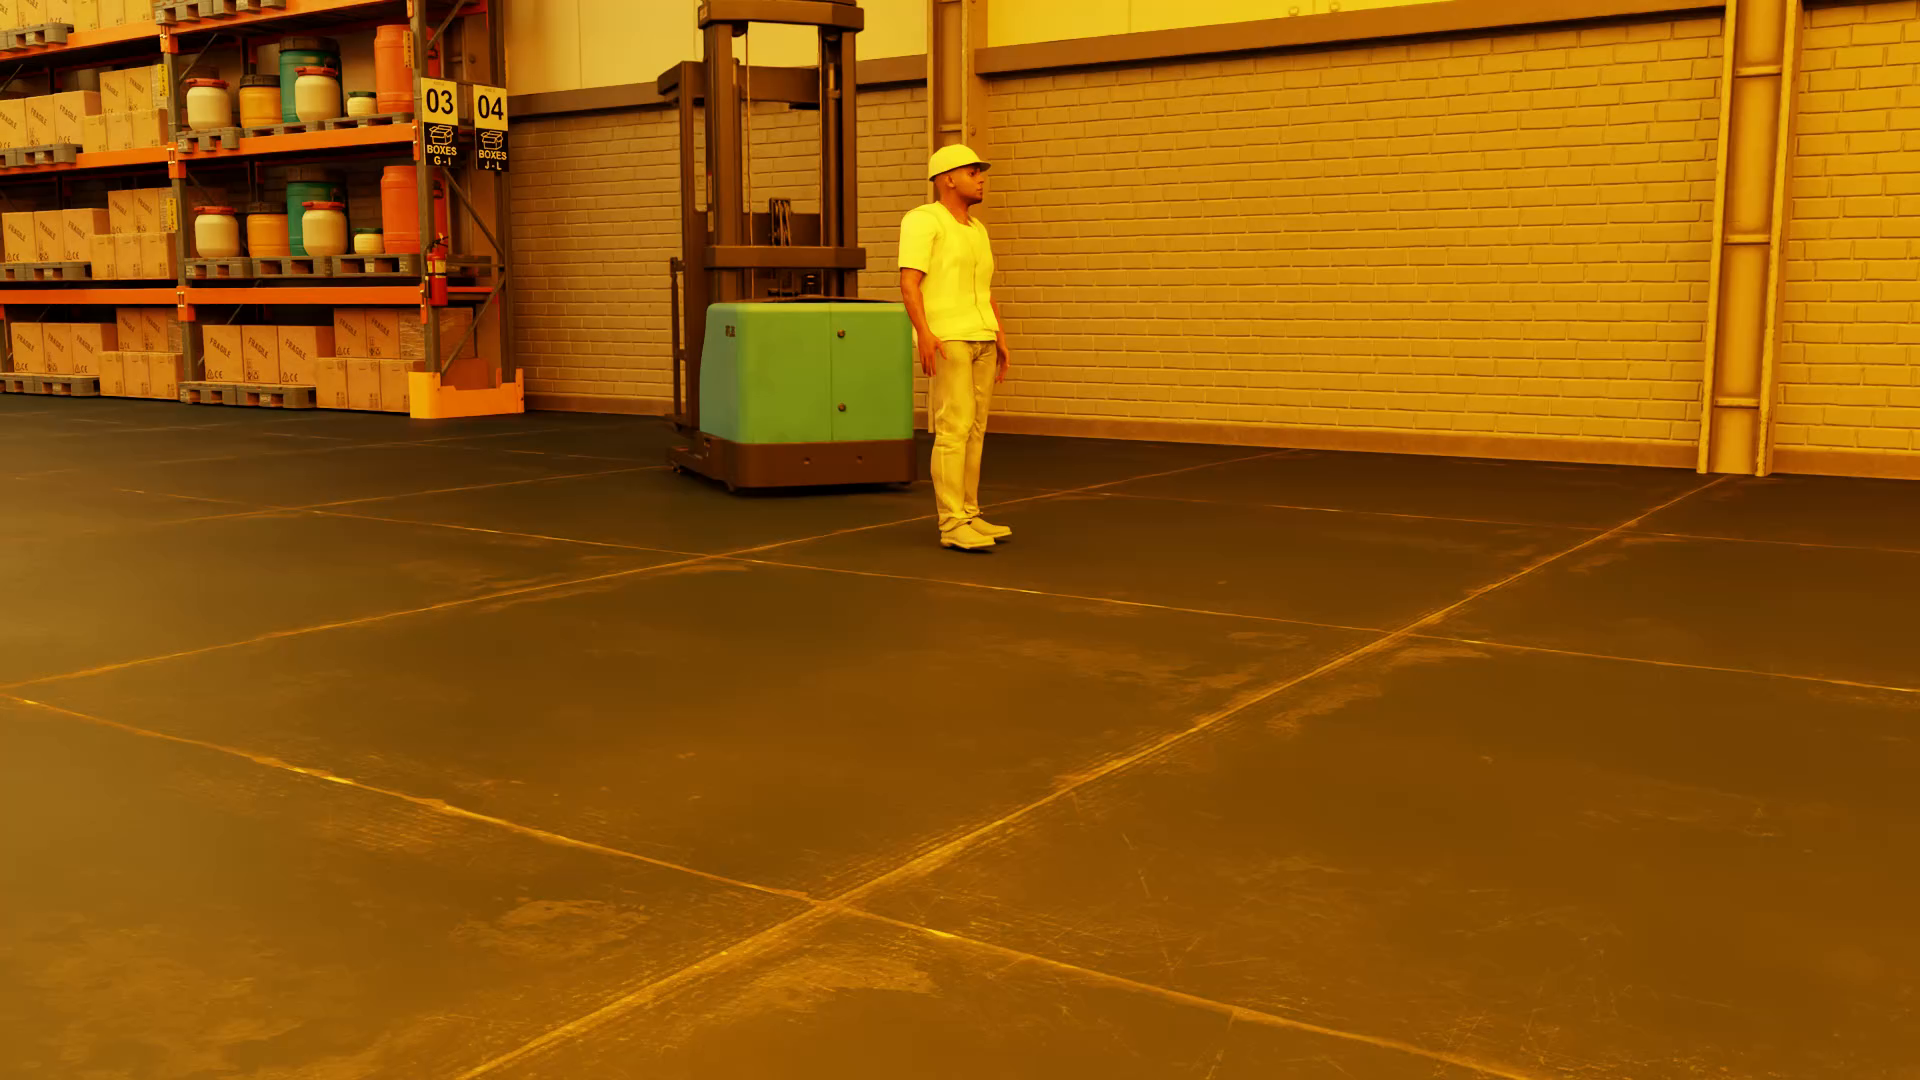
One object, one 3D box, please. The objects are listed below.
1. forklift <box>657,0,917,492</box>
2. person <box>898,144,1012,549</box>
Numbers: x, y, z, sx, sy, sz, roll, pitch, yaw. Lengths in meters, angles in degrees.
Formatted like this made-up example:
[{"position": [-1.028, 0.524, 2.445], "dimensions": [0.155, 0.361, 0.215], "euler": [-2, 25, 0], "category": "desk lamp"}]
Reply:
[{"position": [-1.256, -1.887, 10.461], "dimensions": [1.130, 2.935, 3.031], "euler": [-3, 9, -21], "category": "forklift"}, {"position": [0.055, -0.876, 7.435], "dimensions": [0.575, 1.768, 0.665], "euler": [5, 10, 34], "category": "person"}]
